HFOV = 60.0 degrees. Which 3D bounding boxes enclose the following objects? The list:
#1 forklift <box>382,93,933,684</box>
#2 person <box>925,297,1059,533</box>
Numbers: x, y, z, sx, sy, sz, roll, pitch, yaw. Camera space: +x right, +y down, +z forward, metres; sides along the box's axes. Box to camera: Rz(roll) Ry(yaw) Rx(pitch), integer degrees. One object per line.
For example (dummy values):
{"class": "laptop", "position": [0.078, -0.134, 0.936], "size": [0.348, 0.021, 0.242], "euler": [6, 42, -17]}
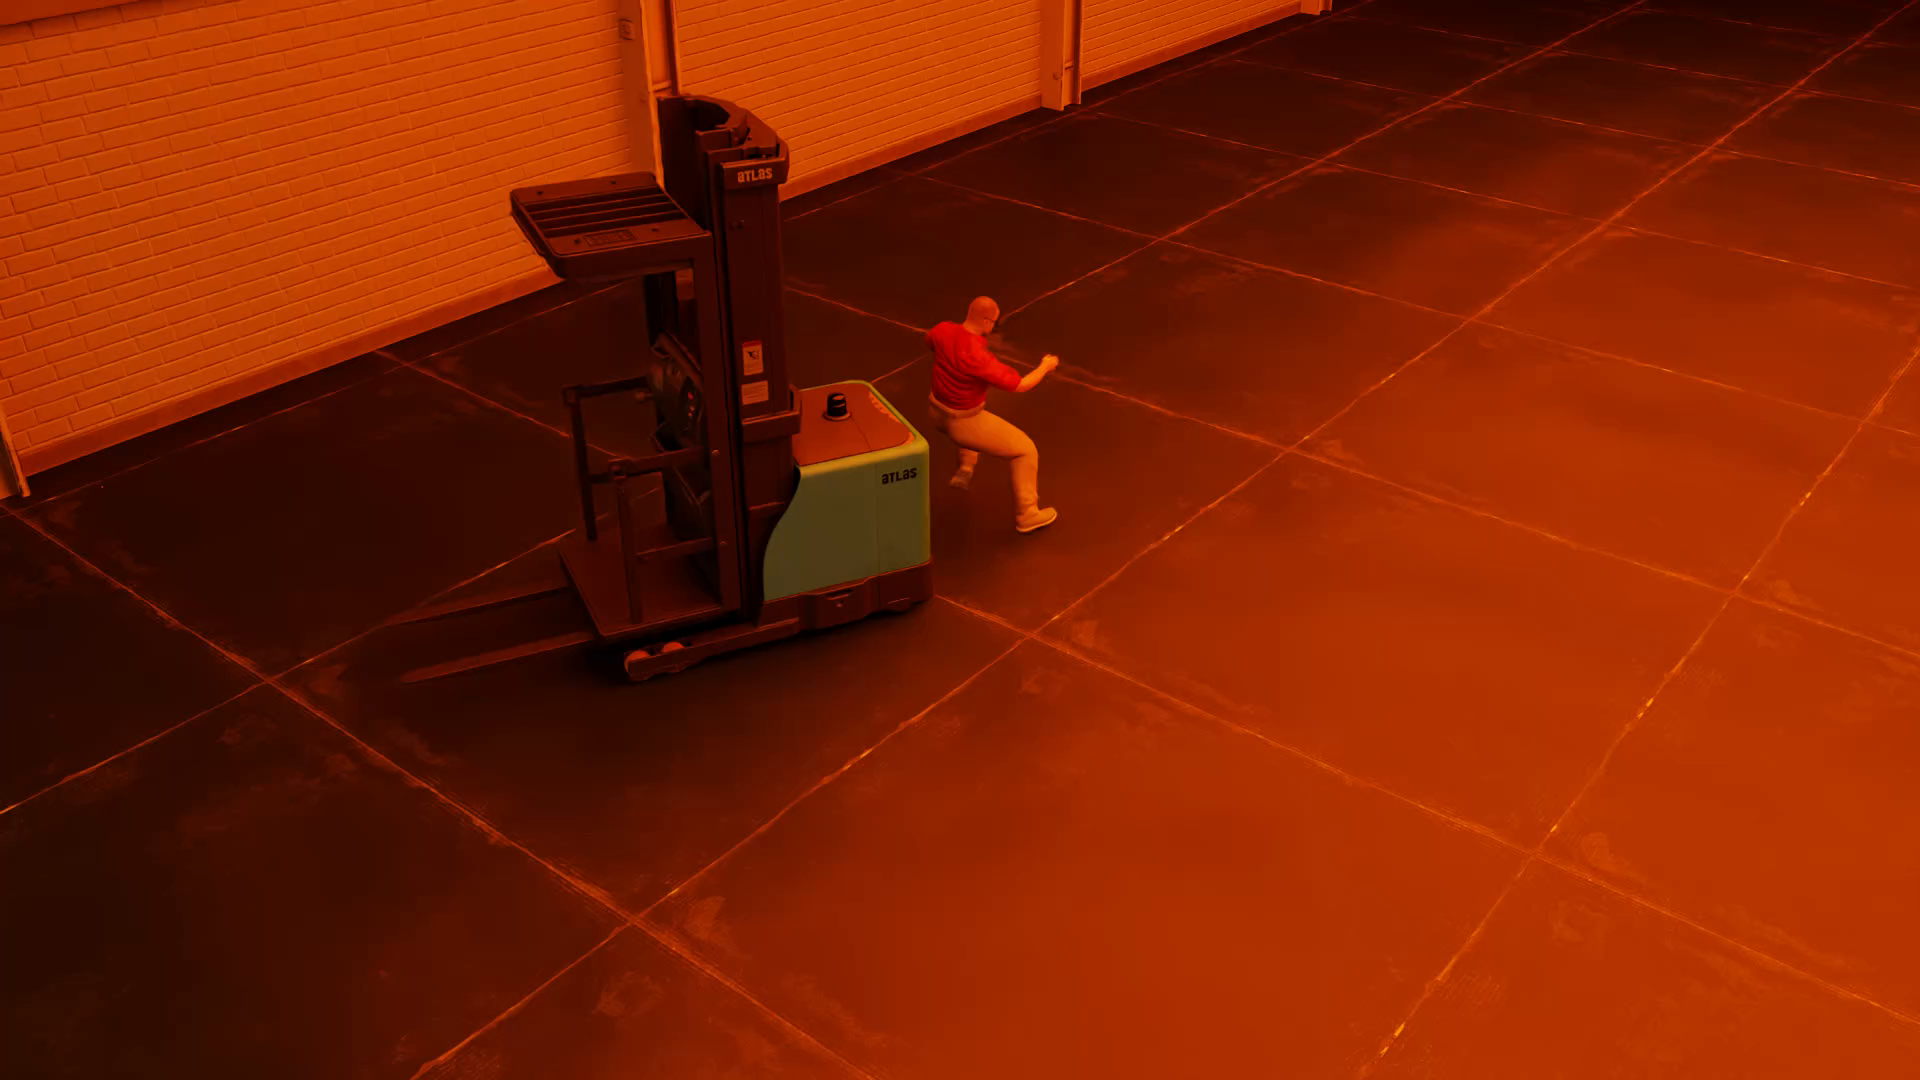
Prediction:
{"class": "forklift", "position": [-1.718, -0.791, 8.949], "size": [3.031, 2.935, 1.130], "euler": [-13, 33, -21]}
{"class": "person", "position": [0.208, -0.889, 10.527], "size": [0.772, 1.498, 0.923], "euler": [-22, 37, -33]}
